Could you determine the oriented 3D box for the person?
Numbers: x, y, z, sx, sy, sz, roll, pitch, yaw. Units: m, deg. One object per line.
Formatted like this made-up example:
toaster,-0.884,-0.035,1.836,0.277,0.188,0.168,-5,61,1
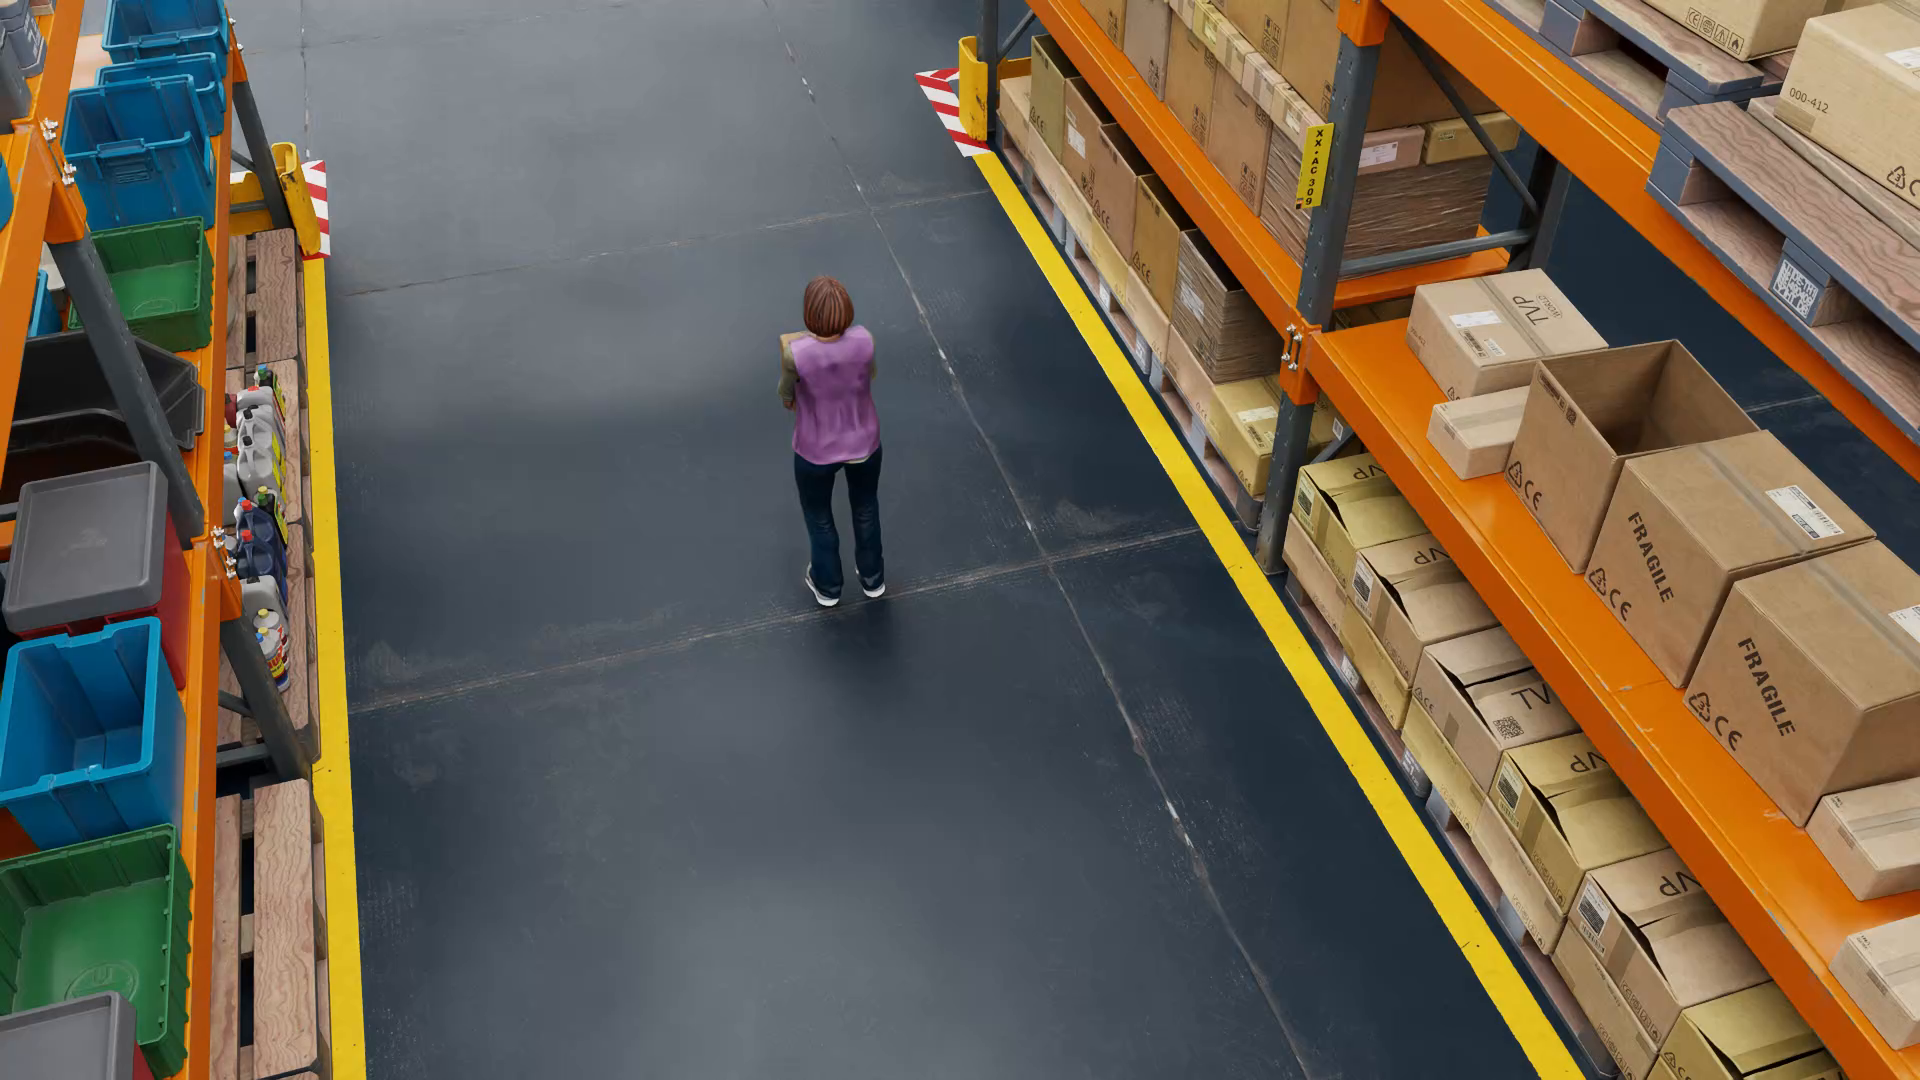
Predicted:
person,-0.512,-0.433,6.639,0.402,1.597,0.491,-12,44,-12
